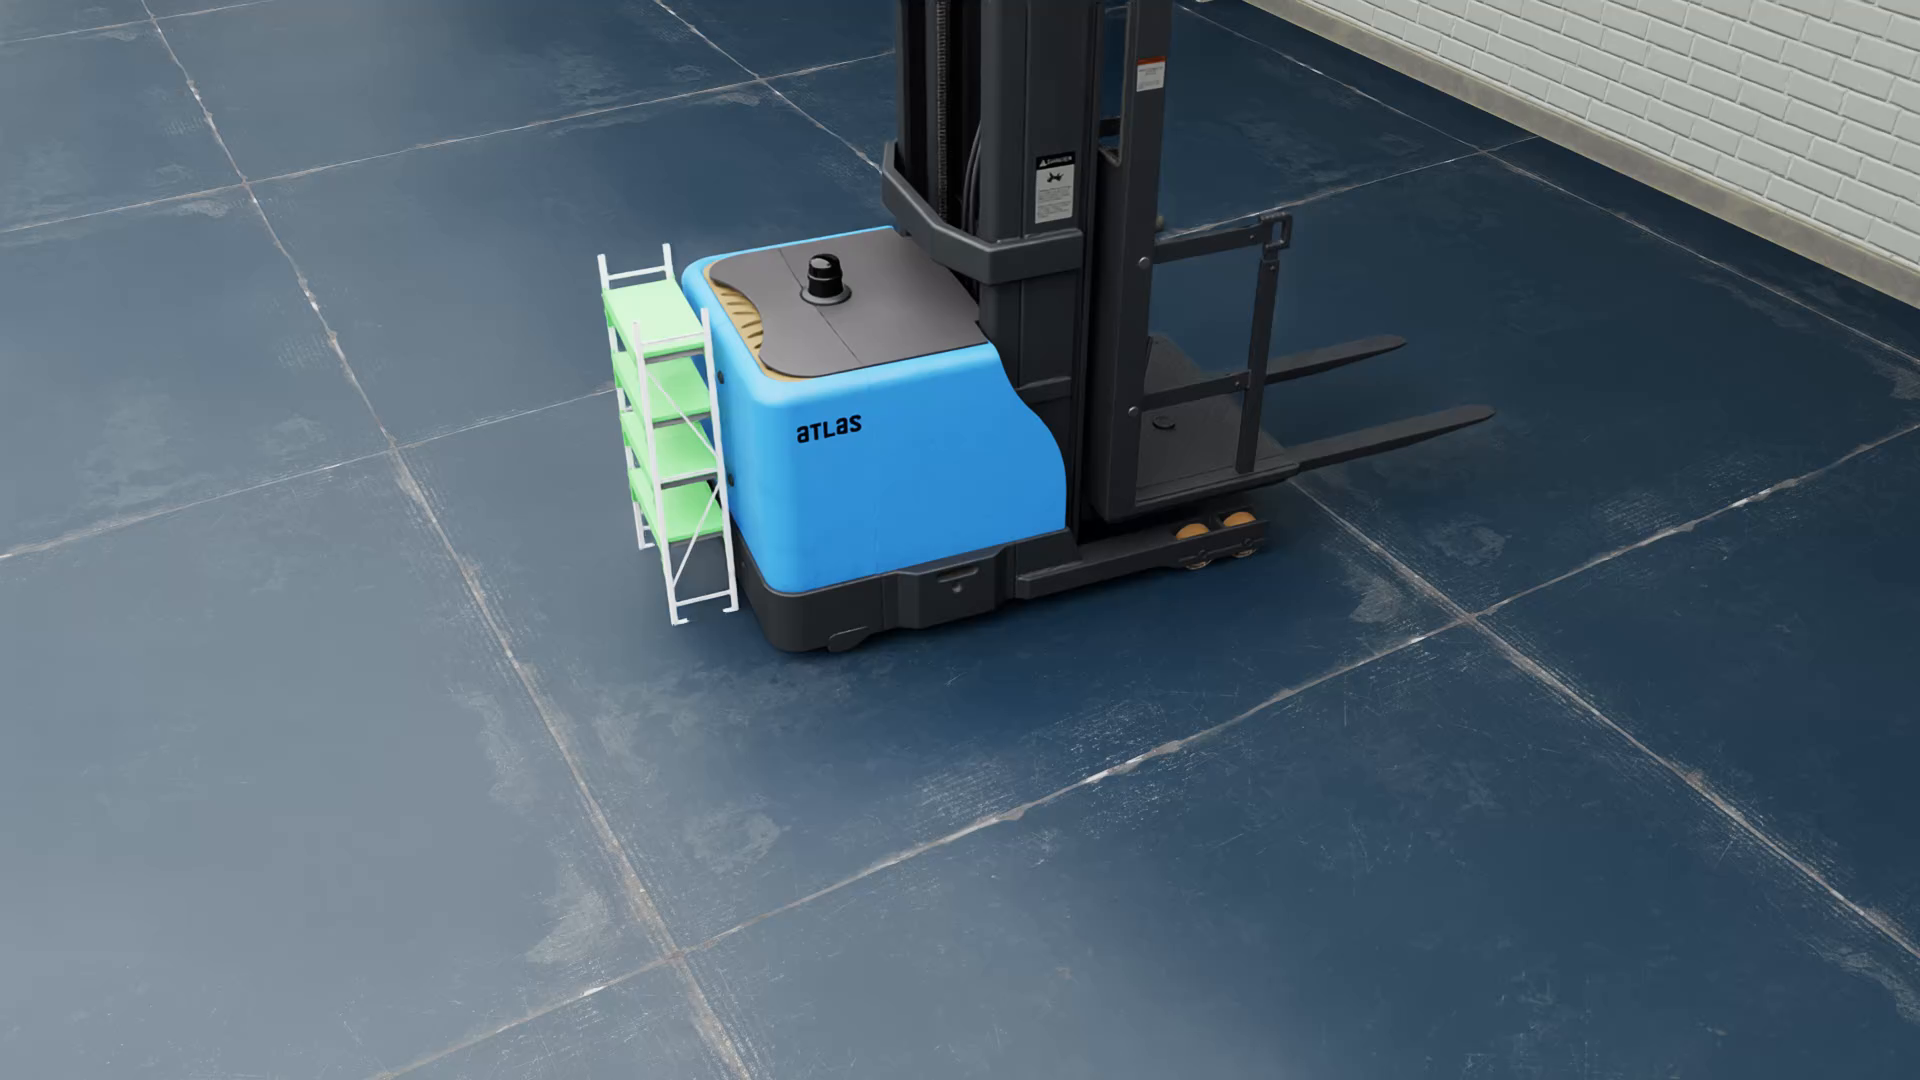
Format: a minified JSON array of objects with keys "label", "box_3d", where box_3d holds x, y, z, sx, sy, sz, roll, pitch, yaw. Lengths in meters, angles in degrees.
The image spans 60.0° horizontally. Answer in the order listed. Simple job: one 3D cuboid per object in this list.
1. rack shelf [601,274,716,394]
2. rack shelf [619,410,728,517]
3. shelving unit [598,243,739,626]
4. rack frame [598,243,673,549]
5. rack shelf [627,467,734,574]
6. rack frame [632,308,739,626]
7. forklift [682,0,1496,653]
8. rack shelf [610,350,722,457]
[{"label":"rack shelf","box_3d":[-0.993,-0.682,5.461,0.258,0.148,0.480,-14,38,-18]},{"label":"rack shelf","box_3d":[-0.993,-0.295,5.745,0.258,0.148,0.480,-14,38,-18]},{"label":"shelving unit","box_3d":[-0.993,-0.346,5.707,0.258,1.200,0.503,-14,38,-18]},{"label":"rack frame","box_3d":[-1.085,-0.480,5.889,0.240,1.200,0.015,-14,38,-18]},{"label":"rack shelf","box_3d":[-0.993,-0.101,5.886,0.258,0.148,0.480,-14,38,-18]},{"label":"rack frame","box_3d":[-0.901,-0.213,5.524,0.240,1.200,0.015,-14,38,-18]},{"label":"forklift","box_3d":[0.591,-1.352,5.616,3.031,2.935,1.130,-14,38,-18]},{"label":"rack shelf","box_3d":[-0.993,-0.489,5.603,0.258,0.148,0.480,-14,38,-18]}]
